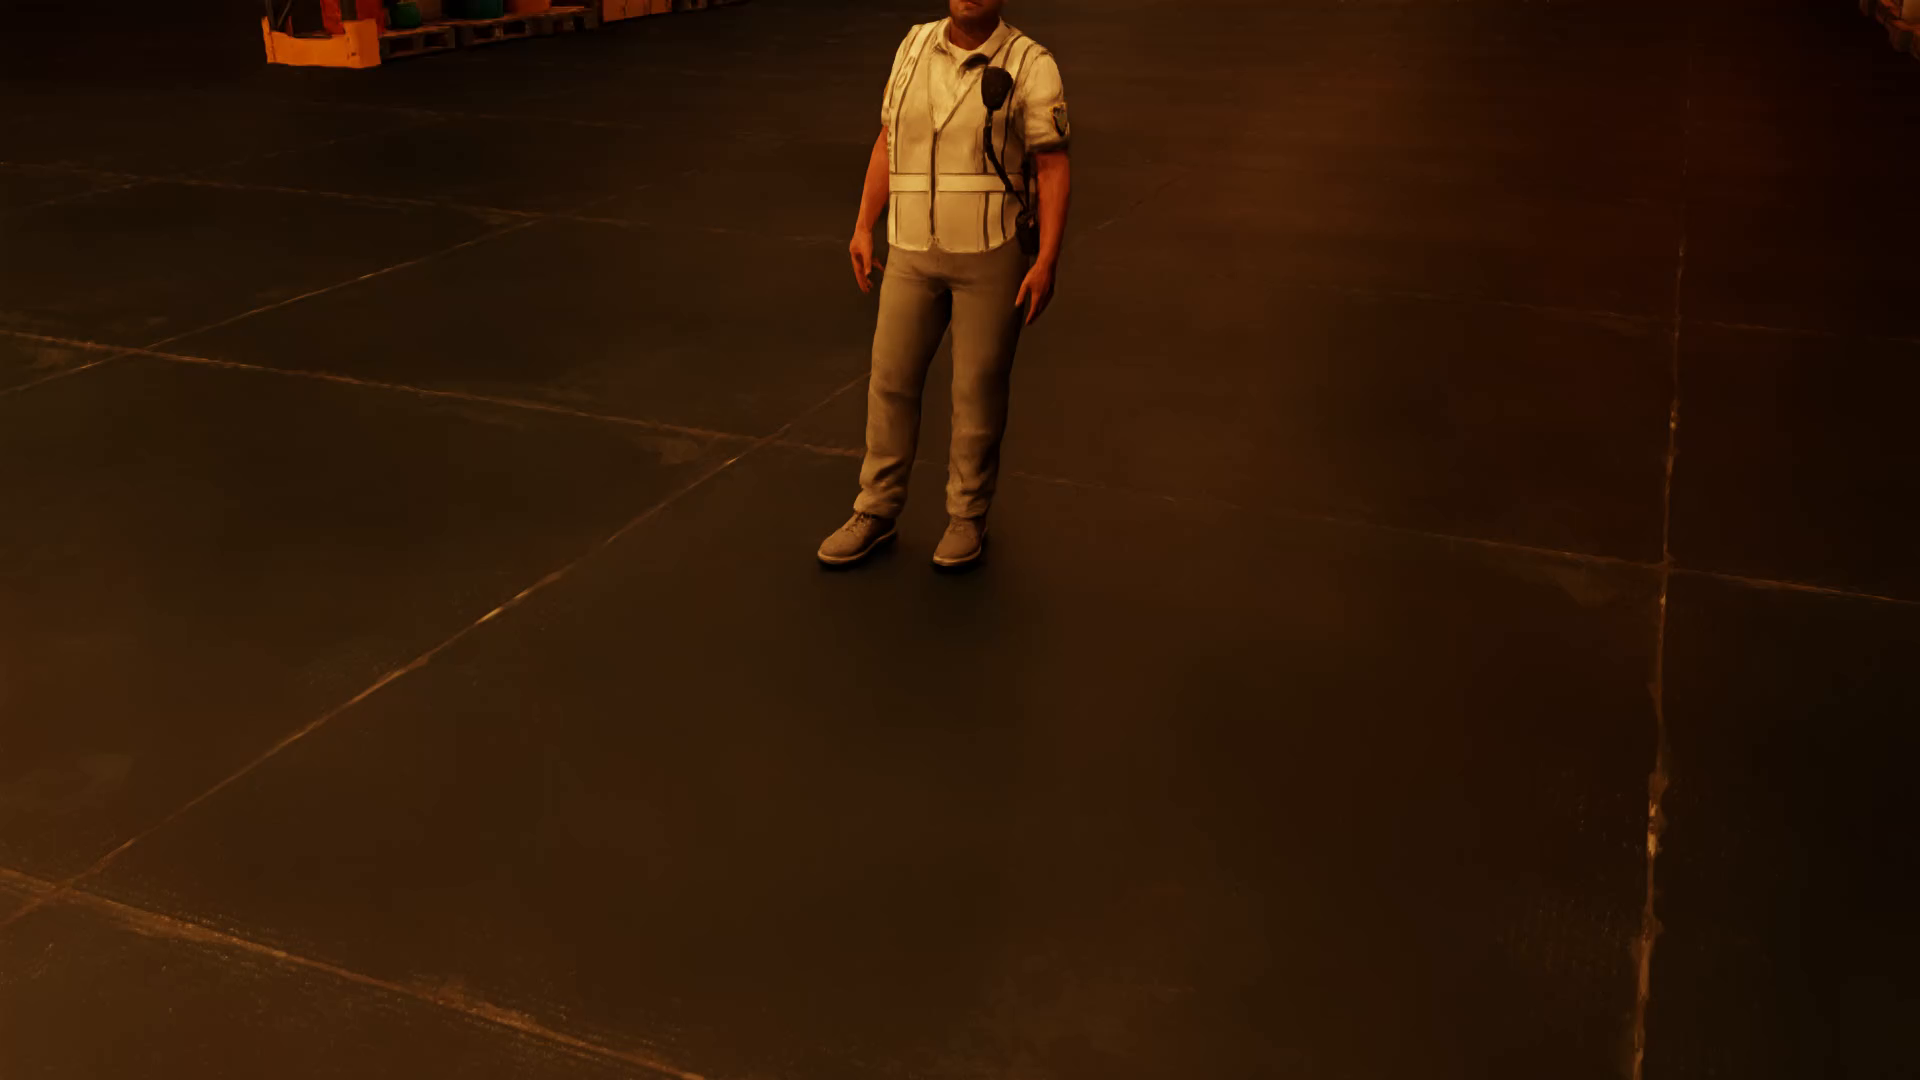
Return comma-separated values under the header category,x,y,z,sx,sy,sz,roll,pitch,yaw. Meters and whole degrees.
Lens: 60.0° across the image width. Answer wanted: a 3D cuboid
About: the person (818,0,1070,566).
category,x,y,z,sx,sy,sz,roll,pitch,yaw
person,-0.041,-0.804,4.684,0.640,1.781,0.574,9,24,21
